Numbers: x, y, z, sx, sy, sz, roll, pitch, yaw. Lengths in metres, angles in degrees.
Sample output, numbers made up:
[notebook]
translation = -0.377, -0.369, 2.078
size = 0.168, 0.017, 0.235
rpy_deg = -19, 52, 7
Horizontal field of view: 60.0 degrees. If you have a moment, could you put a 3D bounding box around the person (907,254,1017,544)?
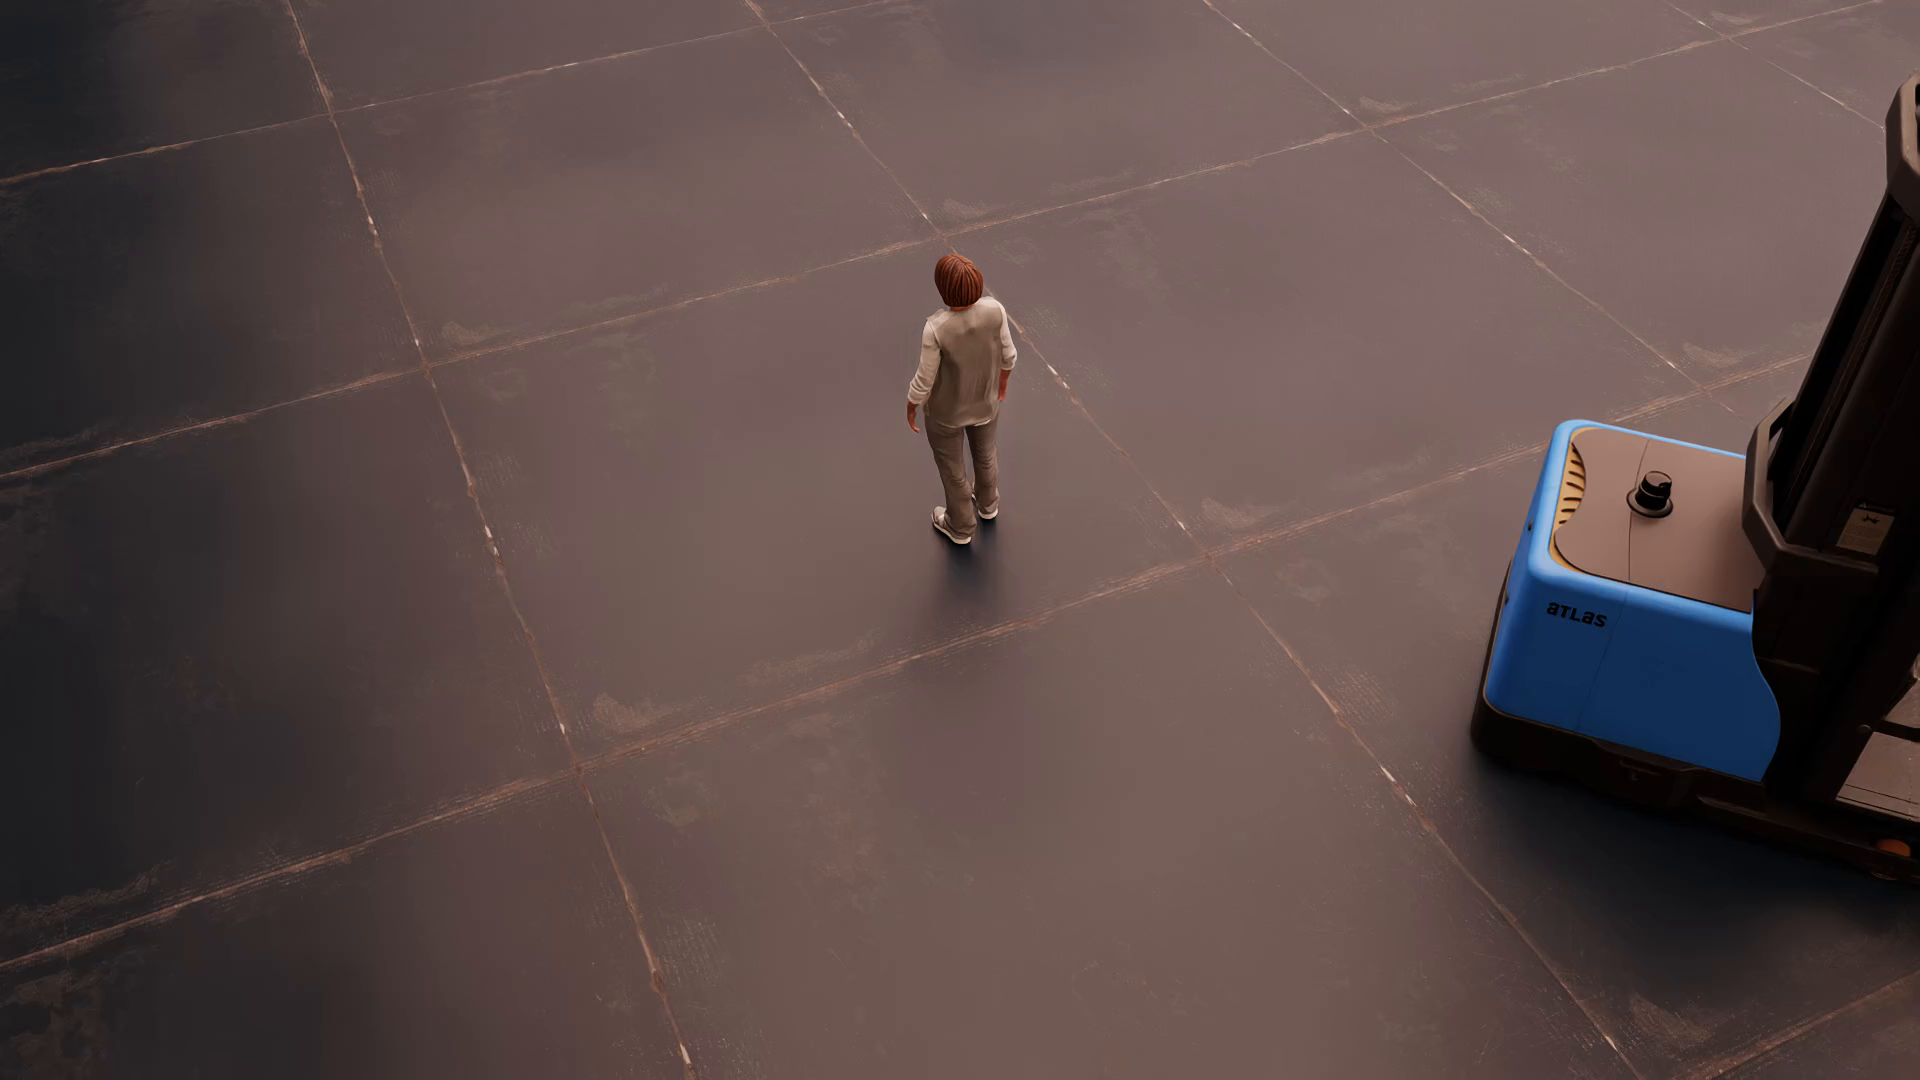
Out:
[person]
translation = -0.018, -0.639, 7.332
size = 0.521, 1.596, 0.475
rpy_deg = -18, 46, -18

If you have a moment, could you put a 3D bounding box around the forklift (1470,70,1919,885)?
[forklift]
translation = 3.676, -0.126, 5.815
size = 3.031, 2.935, 1.130
rpy_deg = 15, 45, 15
